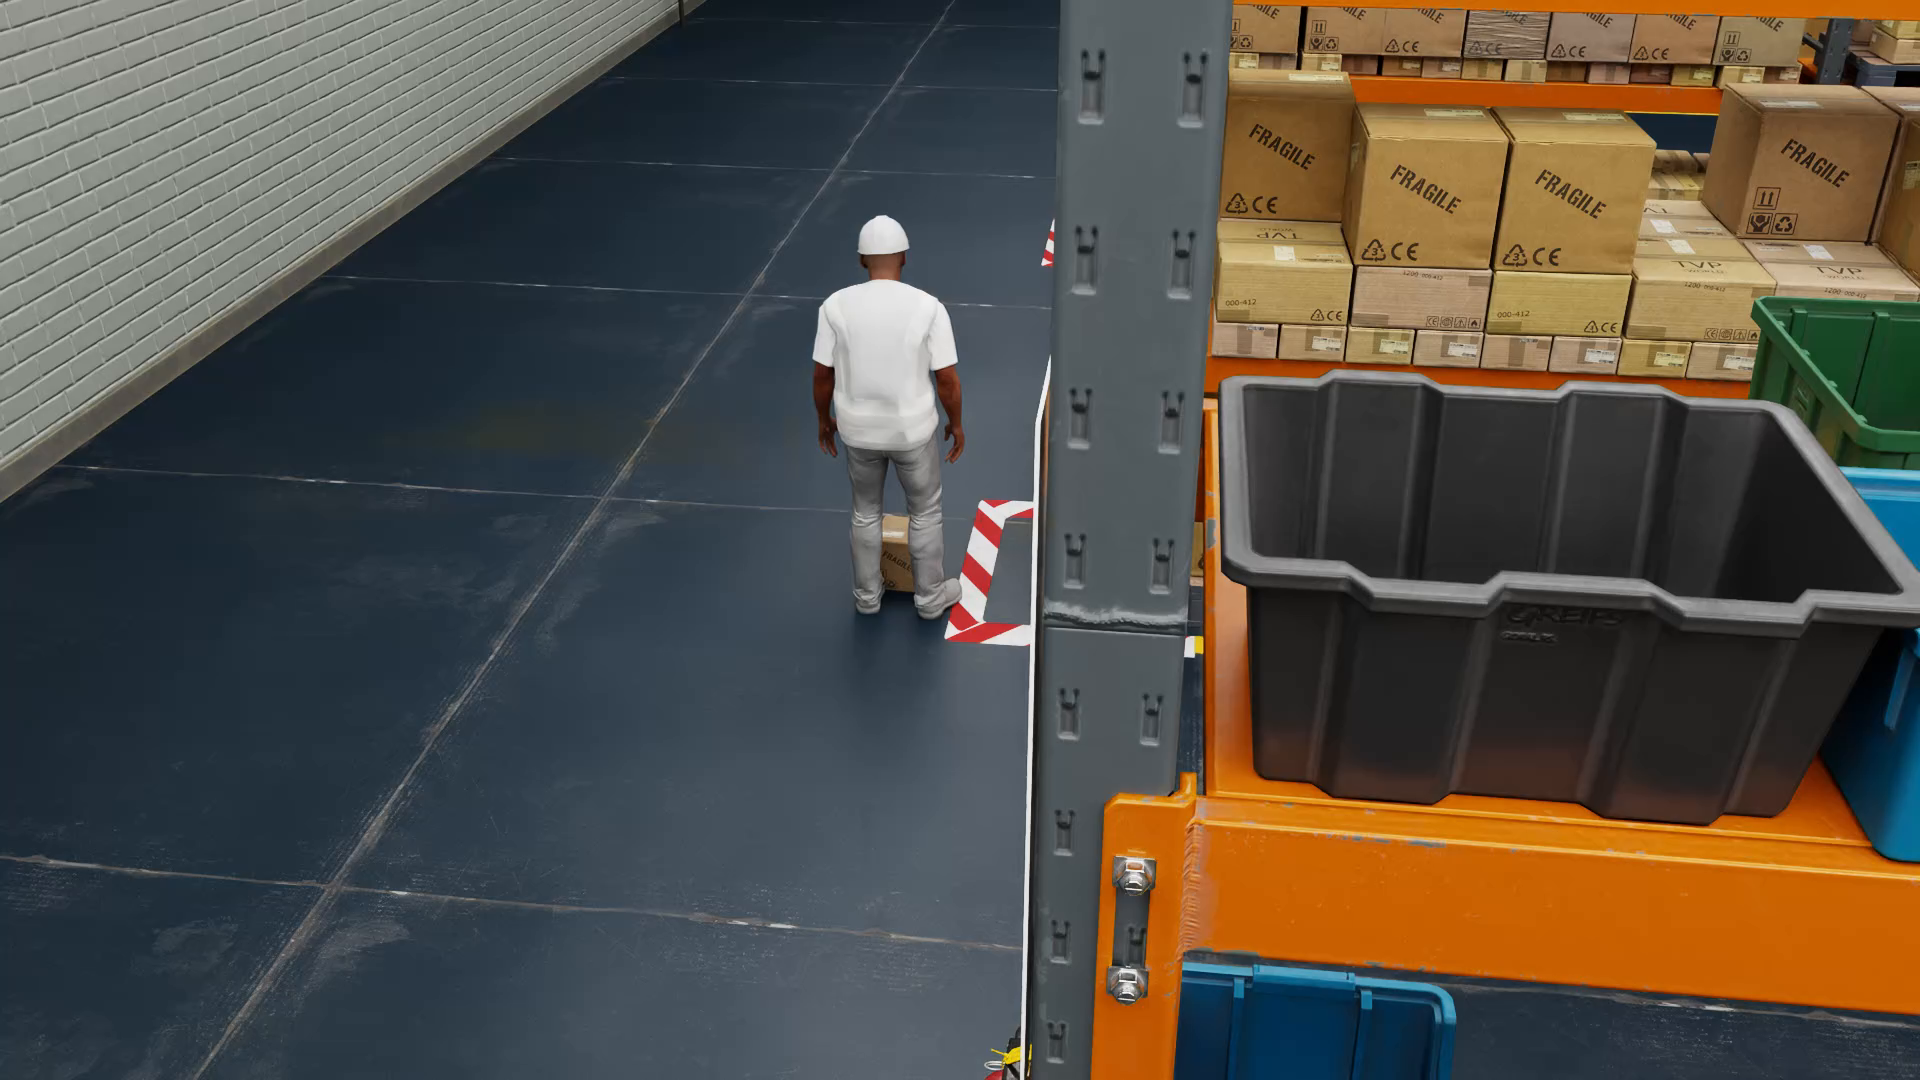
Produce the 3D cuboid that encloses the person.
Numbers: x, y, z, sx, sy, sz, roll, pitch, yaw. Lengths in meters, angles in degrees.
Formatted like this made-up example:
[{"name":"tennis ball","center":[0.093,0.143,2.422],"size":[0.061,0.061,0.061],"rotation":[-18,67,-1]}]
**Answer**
[{"name":"person","center":[-0.295,-0.492,7.022],"size":[0.632,1.759,0.462],"rotation":[4,29,8]}]
